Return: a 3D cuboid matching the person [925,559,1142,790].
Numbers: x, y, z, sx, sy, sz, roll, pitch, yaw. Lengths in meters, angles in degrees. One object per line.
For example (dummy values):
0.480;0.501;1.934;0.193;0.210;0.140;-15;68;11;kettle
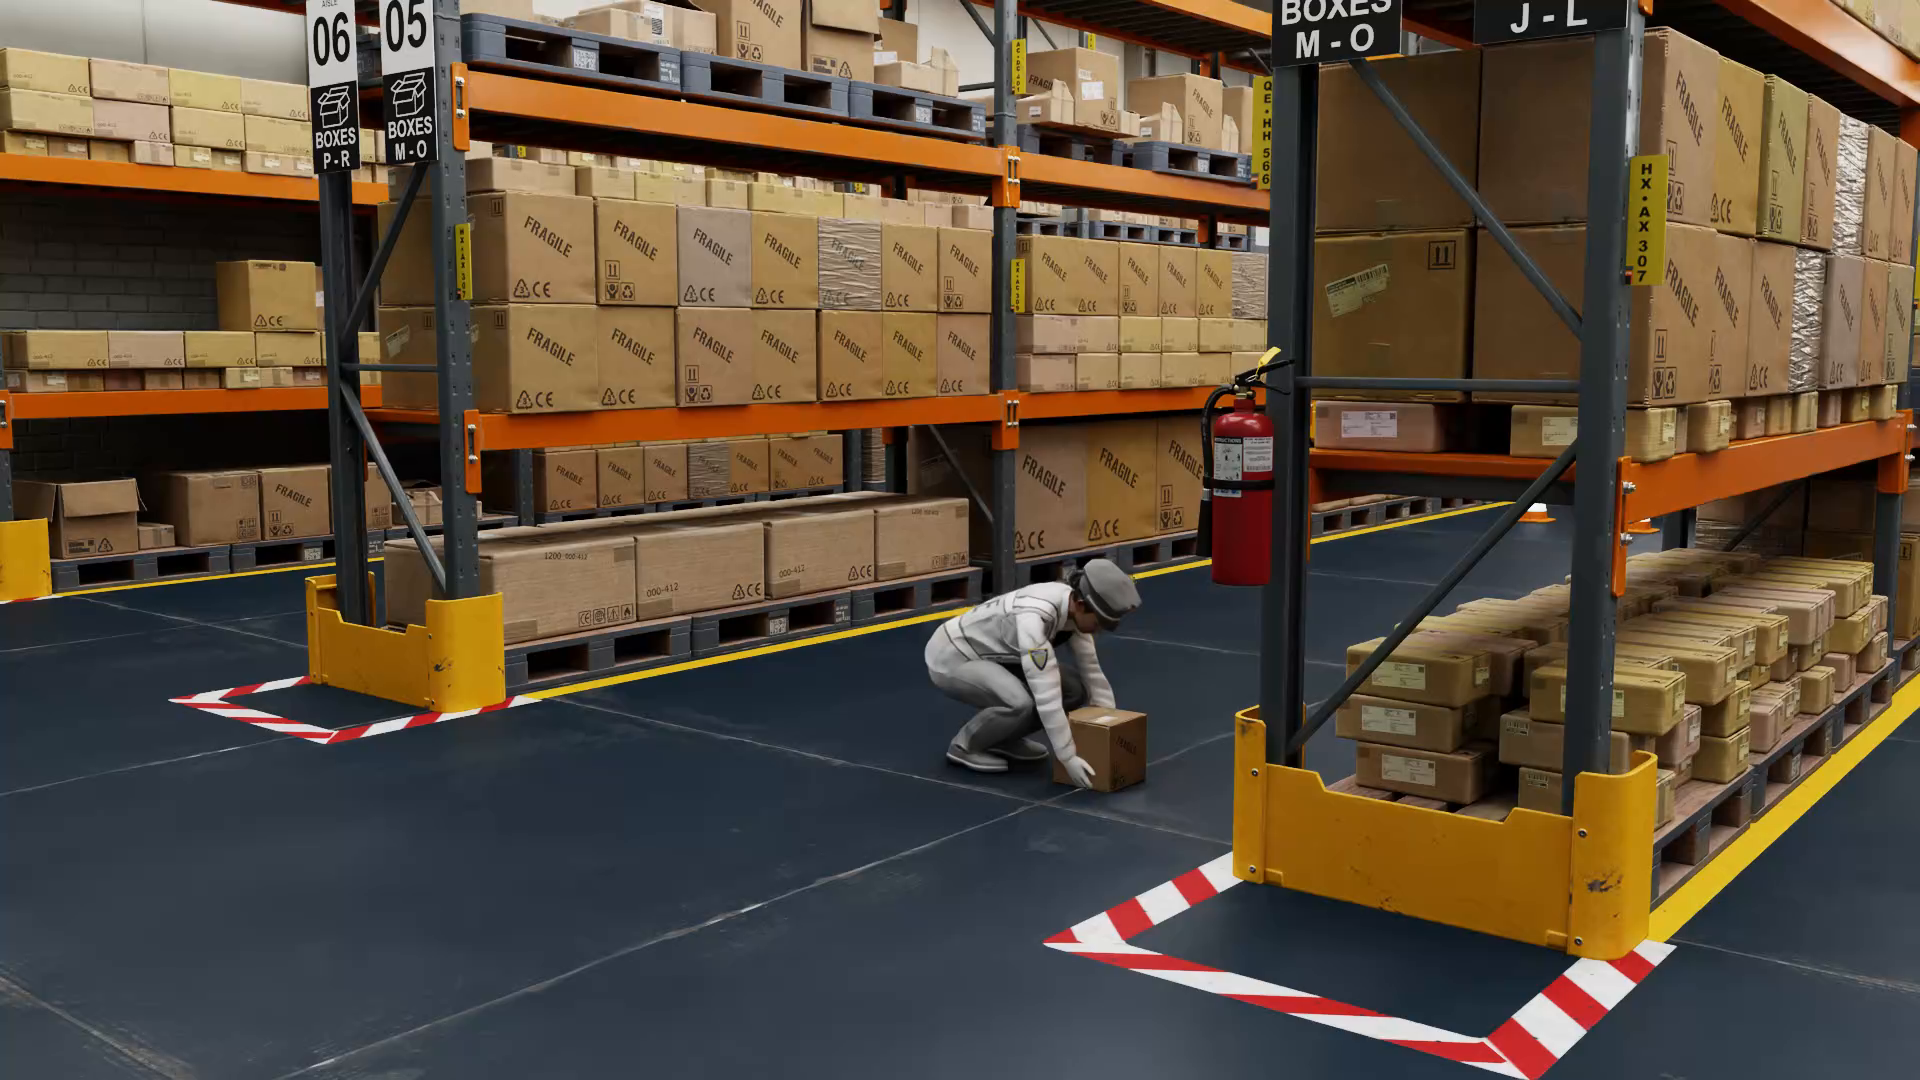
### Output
0.273;0.477;6.355;0.863;0.849;0.478;5;9;38;person
